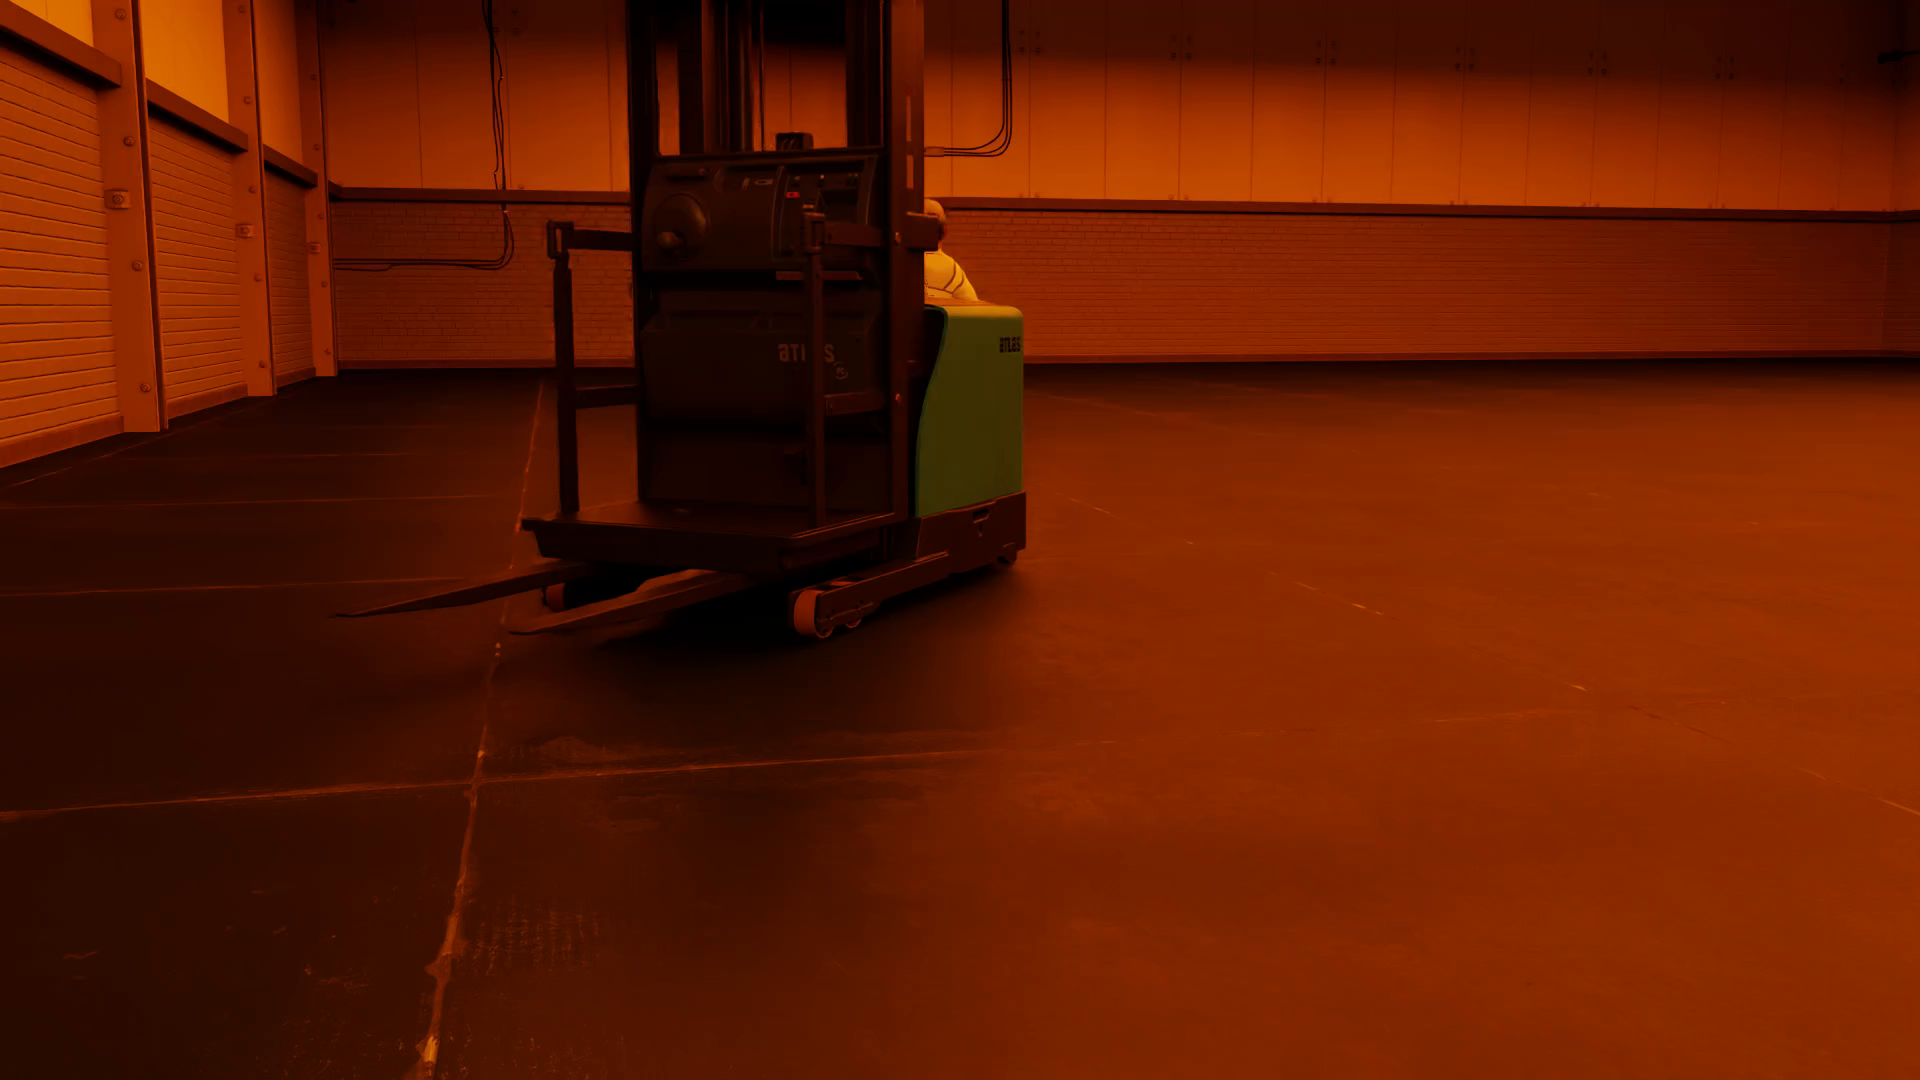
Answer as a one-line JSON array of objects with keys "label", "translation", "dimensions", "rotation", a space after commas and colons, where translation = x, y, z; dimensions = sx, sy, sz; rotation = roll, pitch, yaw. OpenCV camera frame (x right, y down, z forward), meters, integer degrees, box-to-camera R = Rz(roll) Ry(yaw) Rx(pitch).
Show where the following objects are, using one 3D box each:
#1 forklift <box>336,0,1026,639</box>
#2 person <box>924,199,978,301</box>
[{"label": "forklift", "translation": [-0.803, -1.197, 5.685], "dimensions": [1.130, 2.935, 3.031], "rotation": [4, 9, 25]}, {"label": "person", "translation": [-0.145, -0.831, 7.953], "dimensions": [0.709, 1.552, 0.685], "rotation": [0, 8, -1]}]
